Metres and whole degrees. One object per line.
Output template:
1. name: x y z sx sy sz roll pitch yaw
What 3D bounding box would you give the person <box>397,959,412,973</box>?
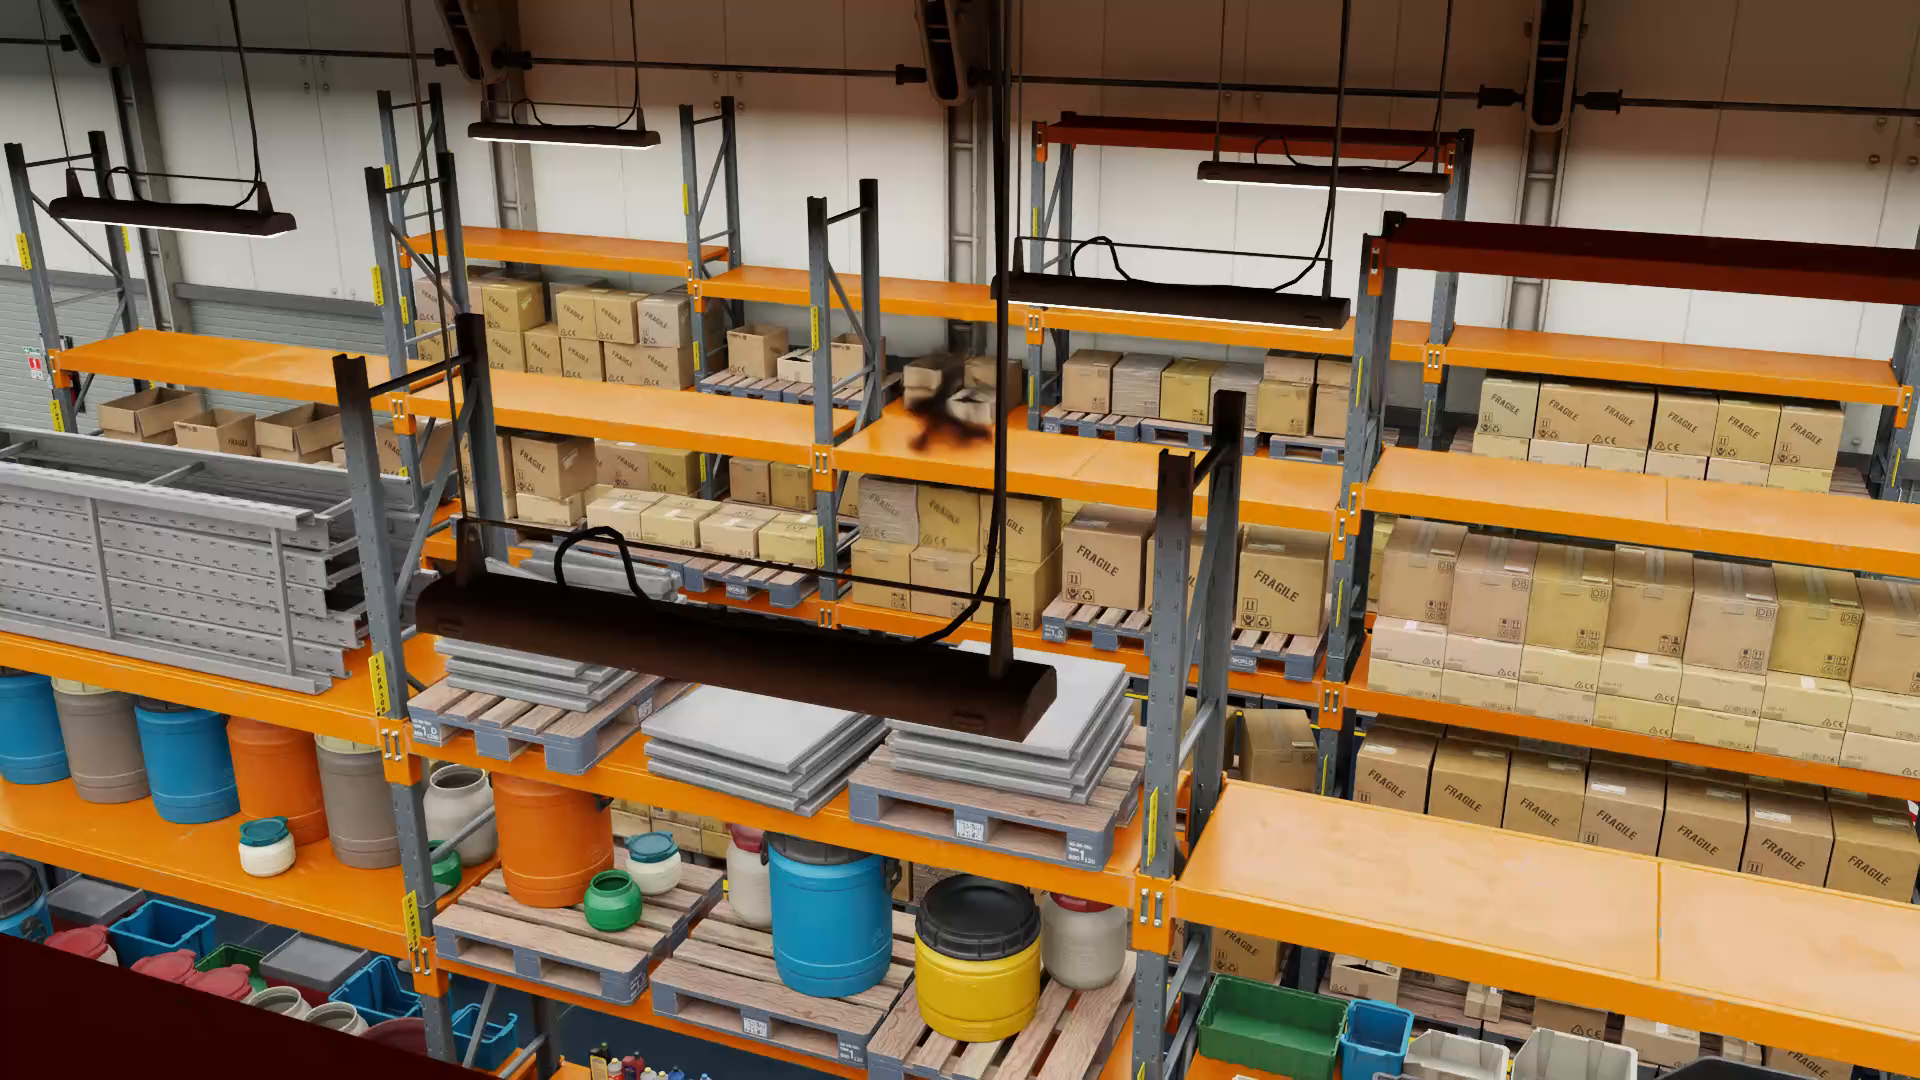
1. person: -4.532 2.638 13.088 0.610 1.660 0.593 4 21 11
